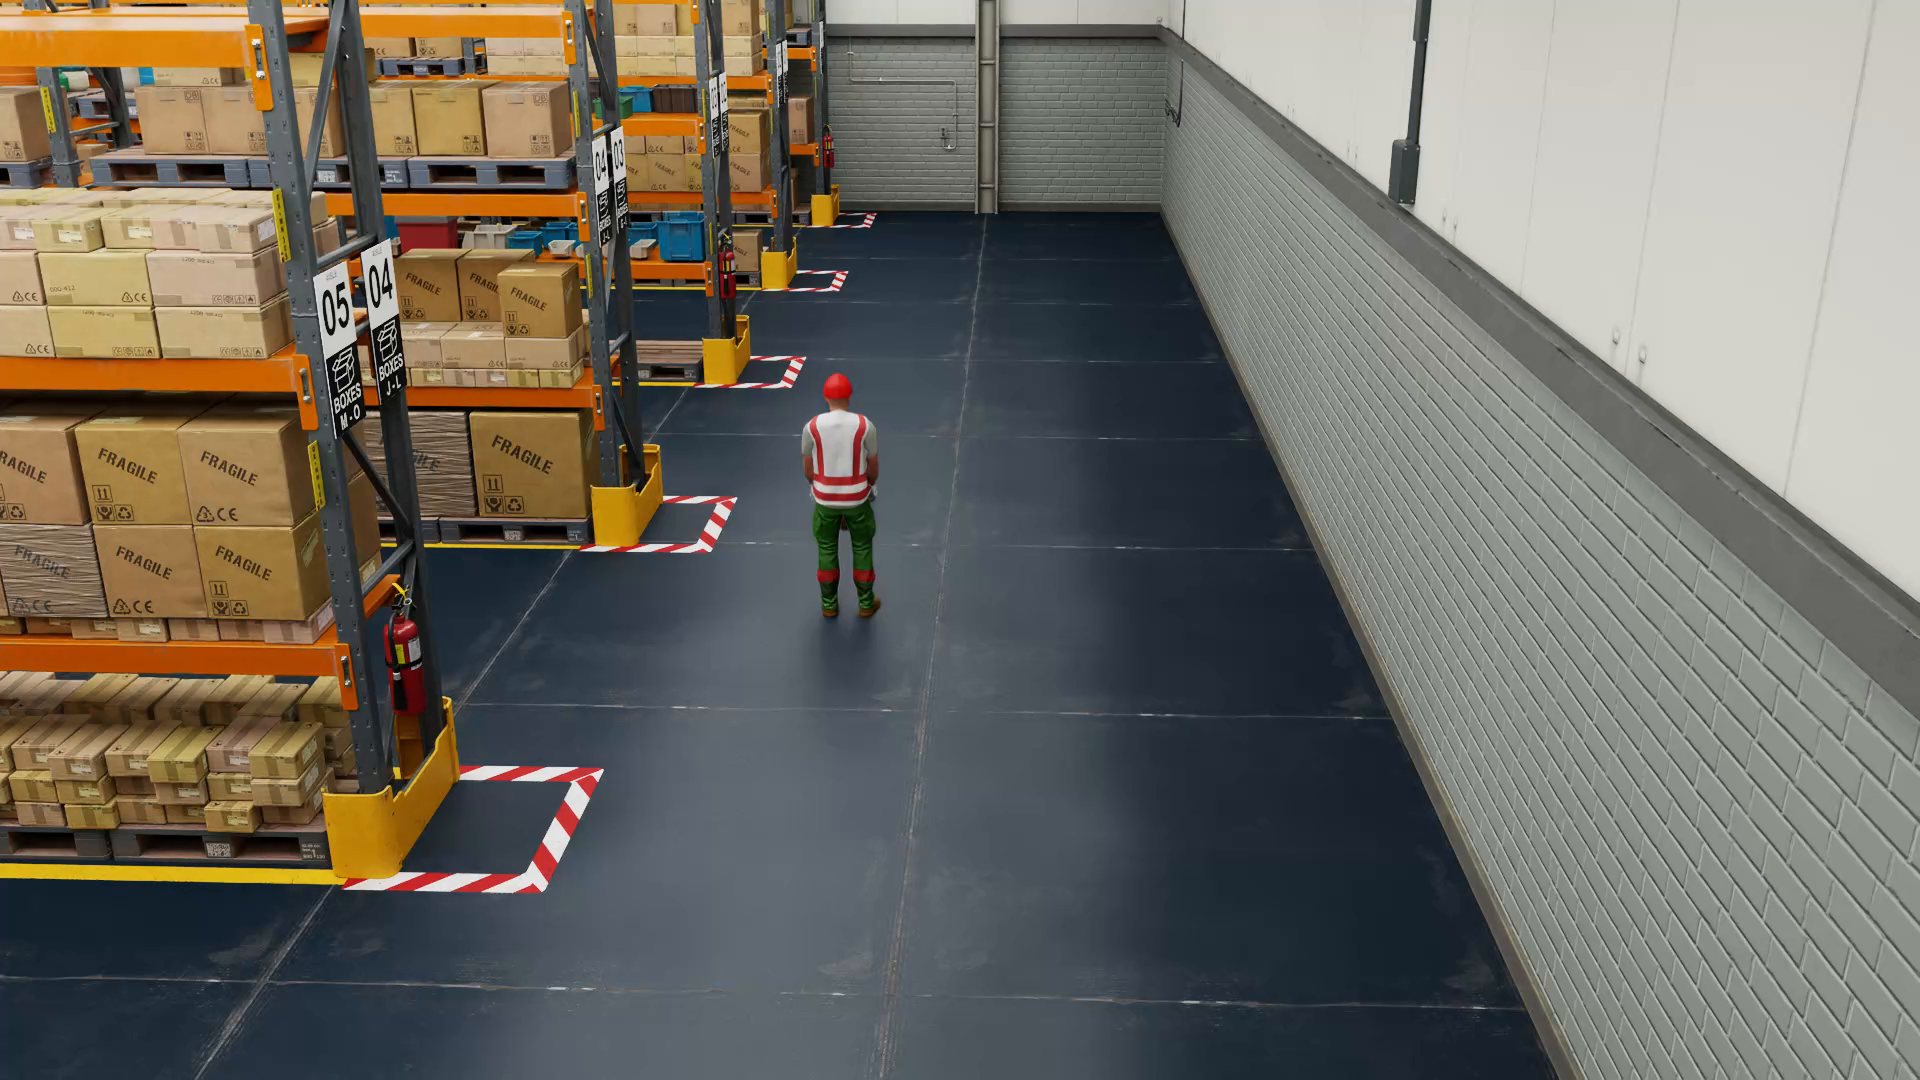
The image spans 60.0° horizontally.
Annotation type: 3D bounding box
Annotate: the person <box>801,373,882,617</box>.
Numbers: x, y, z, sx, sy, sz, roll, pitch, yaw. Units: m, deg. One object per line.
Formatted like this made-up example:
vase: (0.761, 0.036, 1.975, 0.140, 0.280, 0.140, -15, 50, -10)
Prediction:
person: (-0.846, -0.312, 11.876, 0.541, 1.789, 0.425, 0, 21, 1)
